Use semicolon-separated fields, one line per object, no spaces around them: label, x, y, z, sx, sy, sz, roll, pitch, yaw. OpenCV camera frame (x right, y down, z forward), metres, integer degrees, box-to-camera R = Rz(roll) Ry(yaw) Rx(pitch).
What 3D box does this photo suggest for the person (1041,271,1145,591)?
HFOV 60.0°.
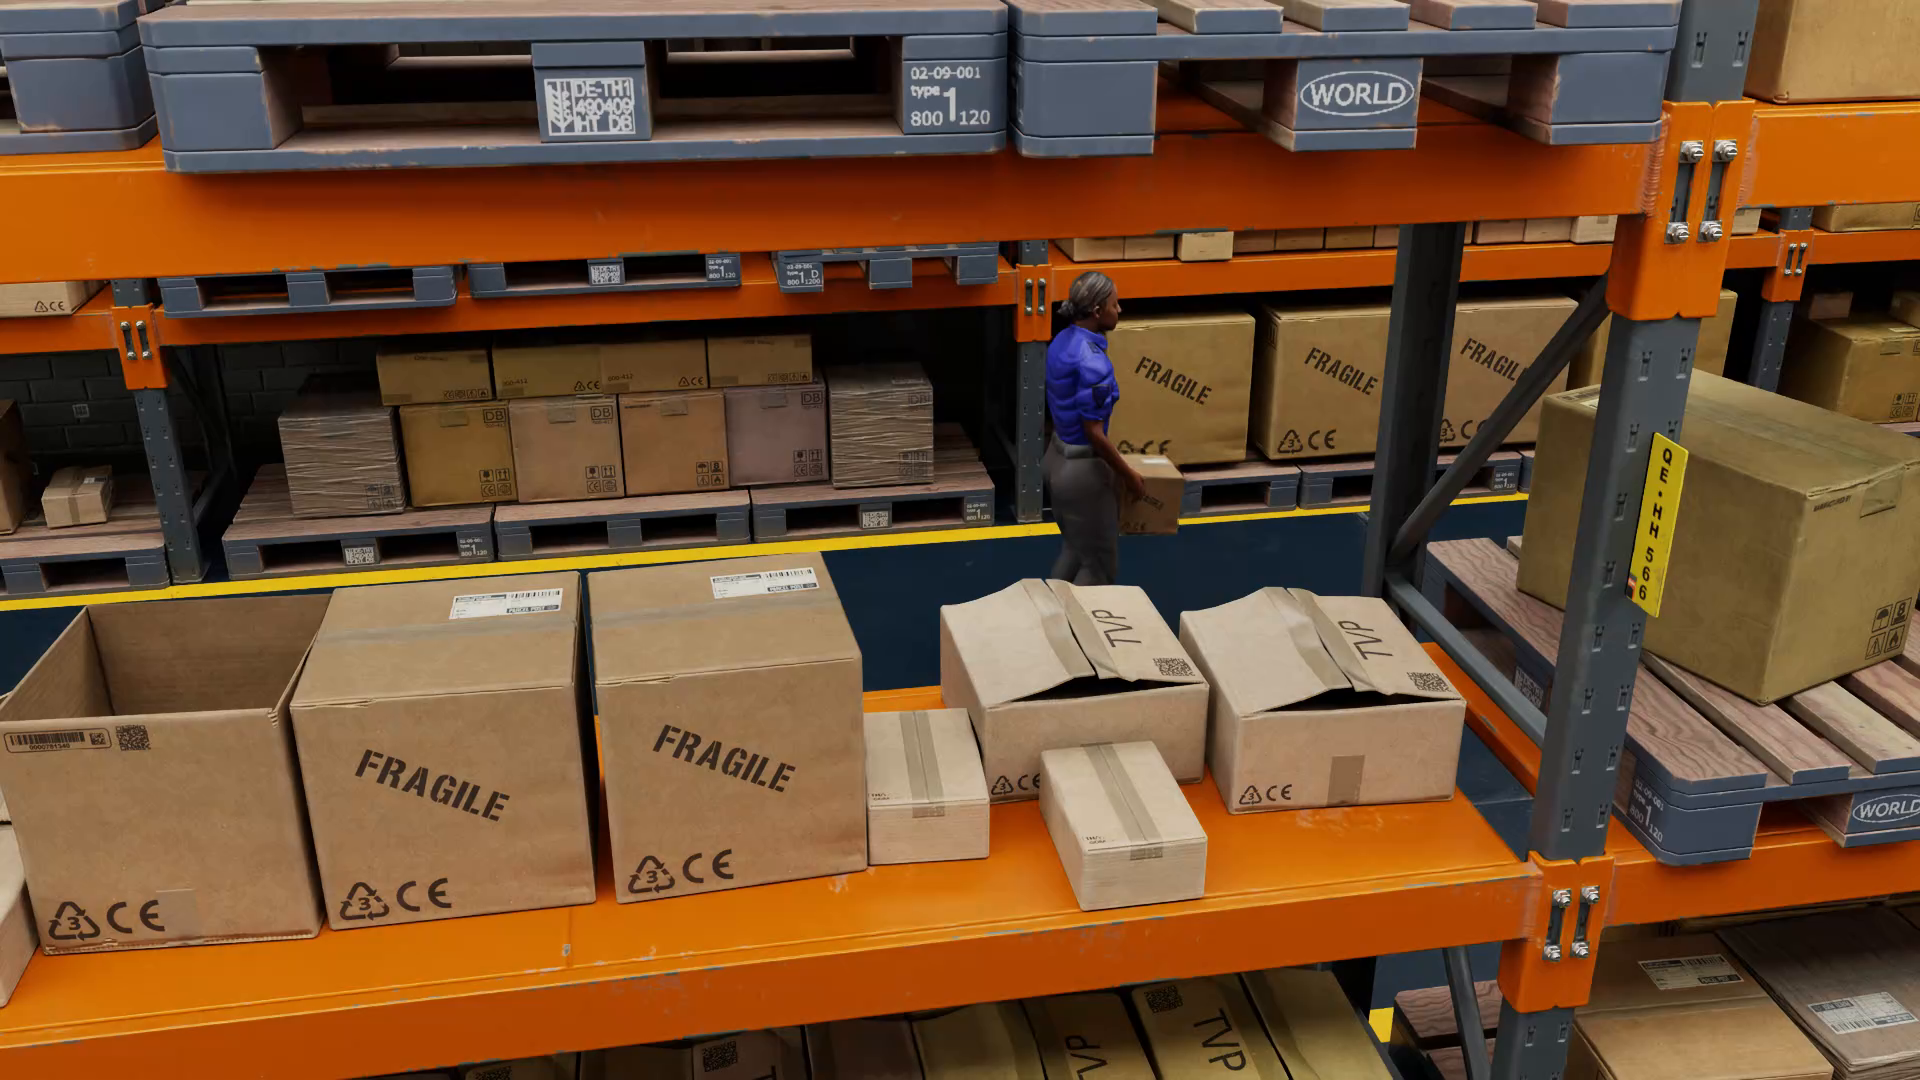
person;0.529;-0.267;6.710;0.378;1.662;0.484;-5;24;-11
